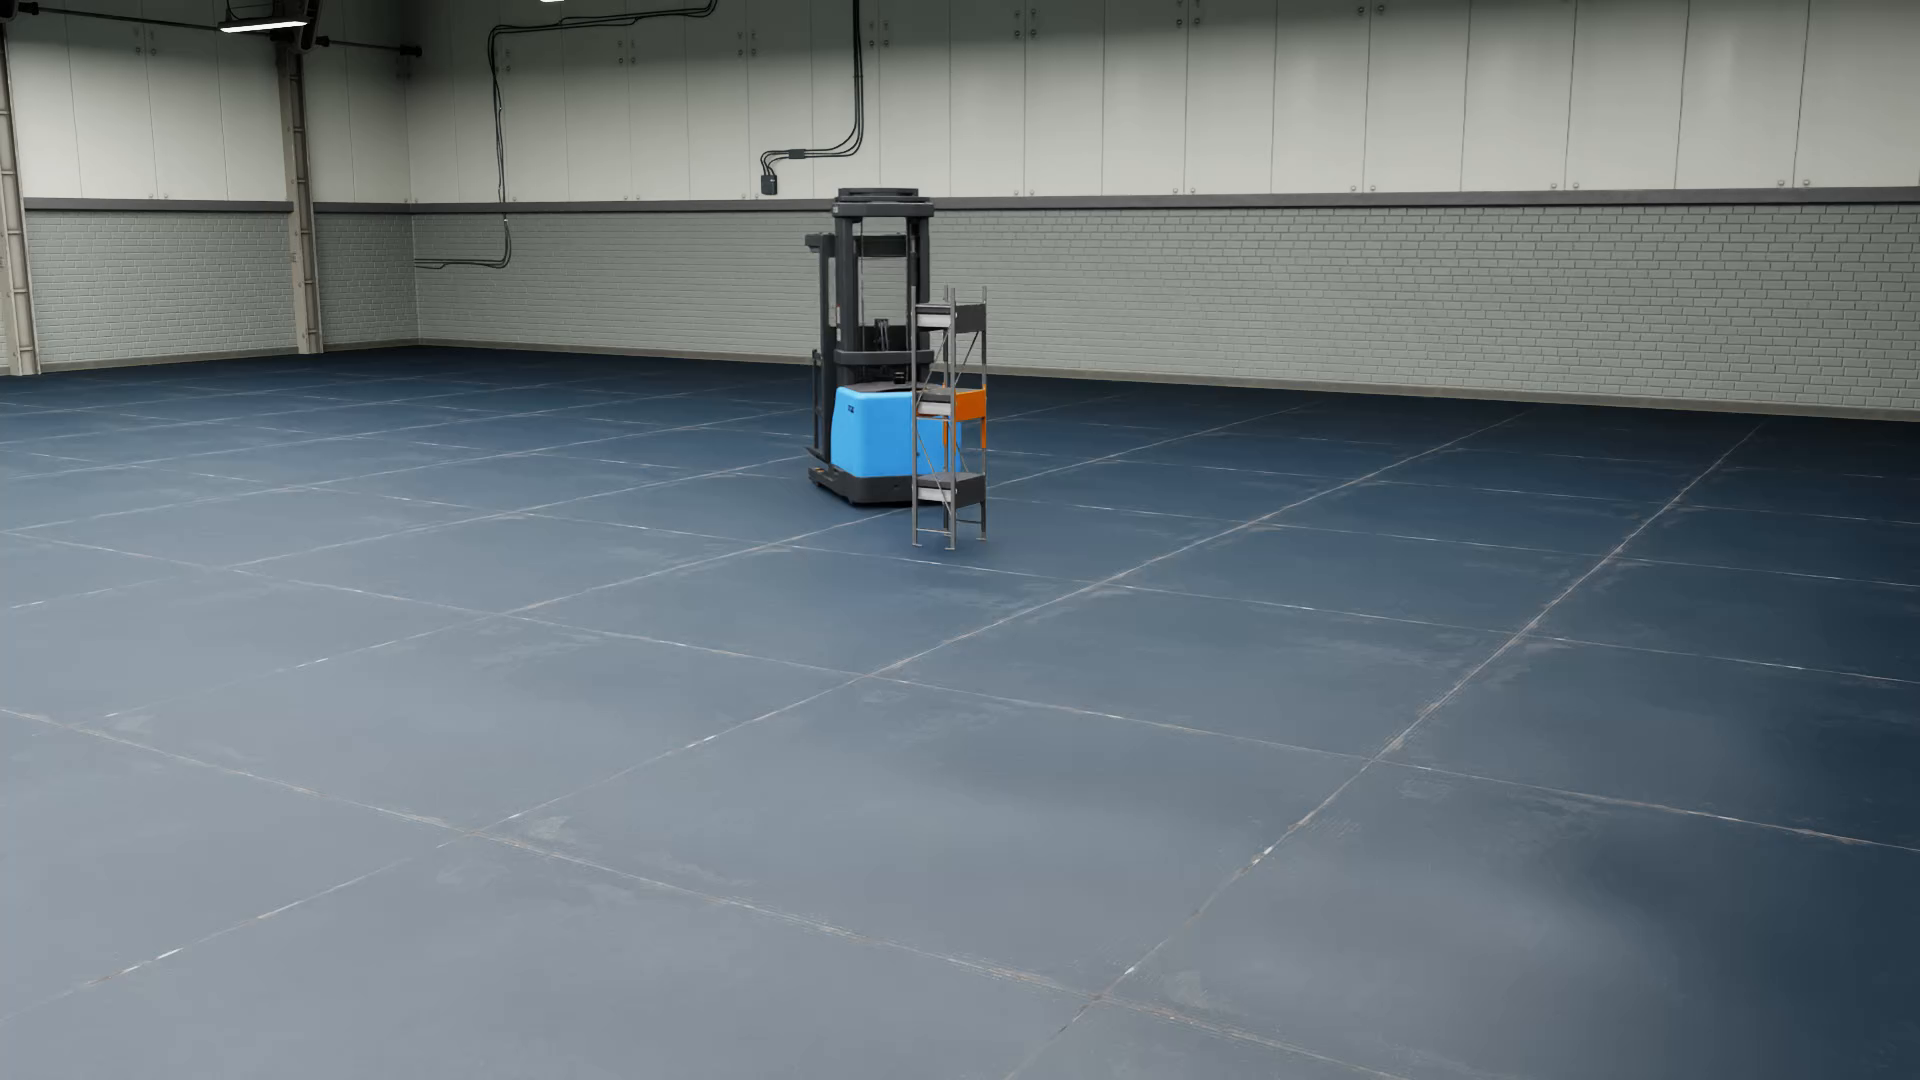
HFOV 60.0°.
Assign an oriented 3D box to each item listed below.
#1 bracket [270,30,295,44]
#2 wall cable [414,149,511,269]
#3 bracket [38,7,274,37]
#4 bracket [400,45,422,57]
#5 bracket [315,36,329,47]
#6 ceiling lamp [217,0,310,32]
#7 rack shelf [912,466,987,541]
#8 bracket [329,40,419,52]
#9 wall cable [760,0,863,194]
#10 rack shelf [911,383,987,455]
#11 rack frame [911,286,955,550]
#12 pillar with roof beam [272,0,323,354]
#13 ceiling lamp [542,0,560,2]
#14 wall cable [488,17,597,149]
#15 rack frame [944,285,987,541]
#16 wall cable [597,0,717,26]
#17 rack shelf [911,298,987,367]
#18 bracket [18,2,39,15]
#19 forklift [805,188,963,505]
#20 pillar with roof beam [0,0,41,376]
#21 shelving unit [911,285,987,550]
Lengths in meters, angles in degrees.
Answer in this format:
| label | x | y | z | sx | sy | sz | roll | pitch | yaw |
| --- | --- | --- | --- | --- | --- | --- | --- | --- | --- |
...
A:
| label | x | y | z | sx | sy | sz | roll | pitch | yaw |
| --- | --- | --- | --- | --- | --- | --- | --- | --- | --- |
| bracket | -13.448 | -9.987 | 32.980 | 0.235 | 0.232 | 0.430 | 6 | 12 | 31 |
| wall cable | -10.876 | -7.128 | 35.927 | 3.097 | 2.526 | 0.112 | 6 | 12 | 31 |
| bracket | -14.786 | -9.582 | 30.816 | 0.076 | 0.066 | 4.783 | 6 | 12 | 31 |
| bracket | -11.787 | -10.491 | 35.668 | 0.235 | 0.232 | 0.430 | 6 | 12 | 31 |
| bracket | -13.017 | -10.118 | 33.677 | 0.235 | 0.232 | 0.430 | 6 | 12 | 31 |
| ceiling lamp | -11.483 | -10.125 | 27.634 | 2.000 | 3.185 | 0.800 | 6 | 12 | 31 |
| rack shelf | -0.086 | -0.305 | 13.668 | 0.431 | 0.518 | 0.480 | 6 | 12 | 31 |
| bracket | -12.093 | -10.398 | 35.172 | 0.076 | 0.066 | 3.189 | 6 | 12 | 31 |
| wall cable | -2.771 | -9.416 | 30.470 | 2.305 | 6.003 | 0.169 | 6 | 12 | 31 |
| rack shelf | -0.086 | -0.993 | 13.539 | 0.431 | 0.518 | 0.480 | 6 | 12 | 31 |
| rack frame | -0.213 | -0.968 | 13.331 | 0.400 | 2.100 | 0.015 | 6 | 12 | 31 |
| pillar with roof beam | -9.857 | -7.906 | 31.644 | 9.100 | 9.000 | 0.548 | 6 | 12 | 31 |
| ceiling lamp | -5.167 | -9.419 | 23.863 | 2.000 | 3.185 | 0.800 | 6 | 12 | 31 |
| wall cable | -8.564 | -9.352 | 34.082 | 3.097 | 2.526 | 0.112 | 6 | 12 | 31 |
| rack frame | 0.041 | -1.044 | 13.741 | 0.400 | 2.100 | 0.015 | 6 | 12 | 31 |
| wall cable | -5.919 | -11.292 | 32.084 | 3.097 | 2.526 | 0.112 | 6 | 12 | 31 |
| rack shelf | -0.086 | -1.681 | 13.410 | 0.431 | 0.518 | 0.480 | 6 | 12 | 31 |
| bracket | -16.132 | -9.174 | 28.637 | 0.235 | 0.232 | 0.430 | 6 | 12 | 31 |
| forklift | -0.906 | -1.998 | 16.578 | 1.130 | 2.935 | 3.031 | -3 | 11 | -17 |
| pillar with roof beam | -12.972 | -6.962 | 26.604 | 9.100 | 9.000 | 0.548 | 6 | 12 | 31 |
| shelving unit | -0.086 | -1.006 | 13.536 | 0.431 | 2.100 | 0.503 | 6 | 12 | 31 |
